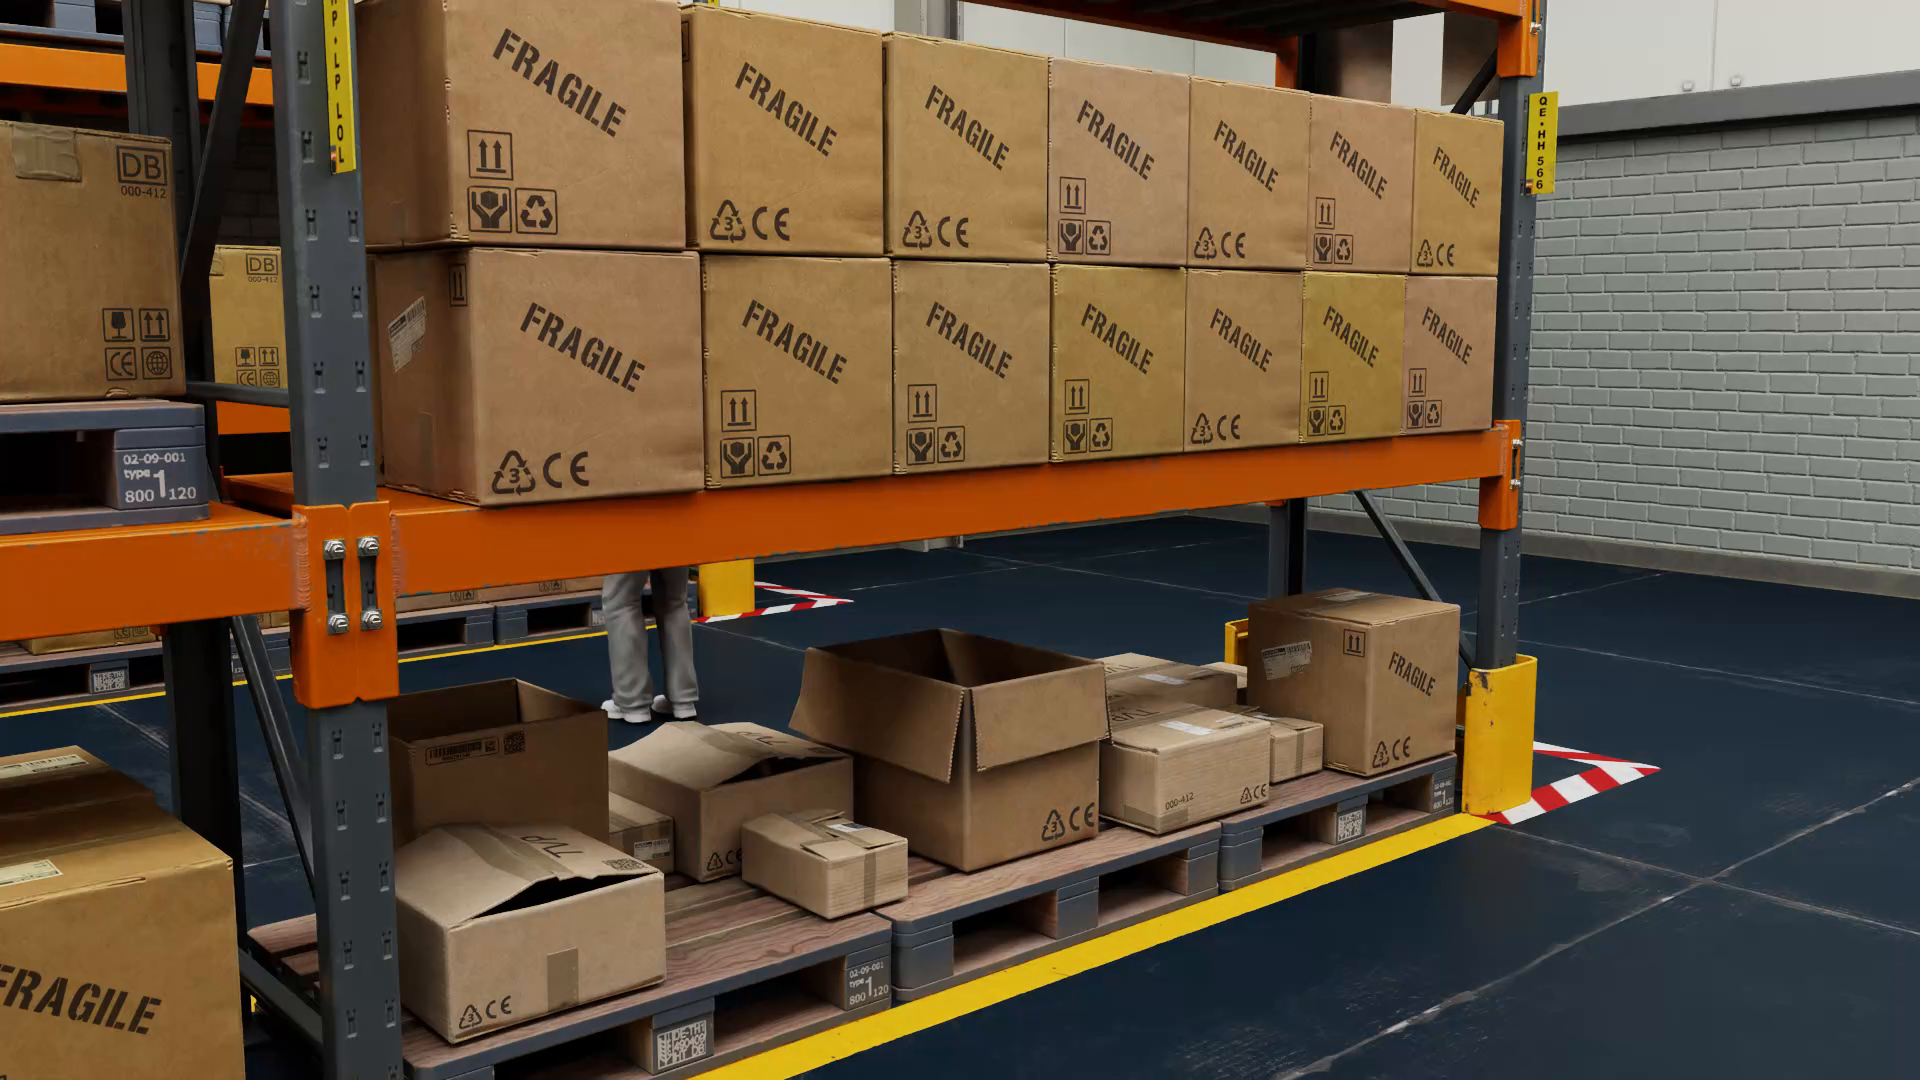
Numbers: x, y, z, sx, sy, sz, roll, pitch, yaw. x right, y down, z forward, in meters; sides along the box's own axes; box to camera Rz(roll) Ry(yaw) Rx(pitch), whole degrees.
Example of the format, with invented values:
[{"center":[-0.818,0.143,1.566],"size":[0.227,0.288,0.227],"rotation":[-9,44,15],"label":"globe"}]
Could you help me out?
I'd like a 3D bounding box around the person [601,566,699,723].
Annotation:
[{"center":[-1.353,-0.078,6.944],"size":[0.411,1.666,0.505],"rotation":[-7,10,-42],"label":"person"}]
